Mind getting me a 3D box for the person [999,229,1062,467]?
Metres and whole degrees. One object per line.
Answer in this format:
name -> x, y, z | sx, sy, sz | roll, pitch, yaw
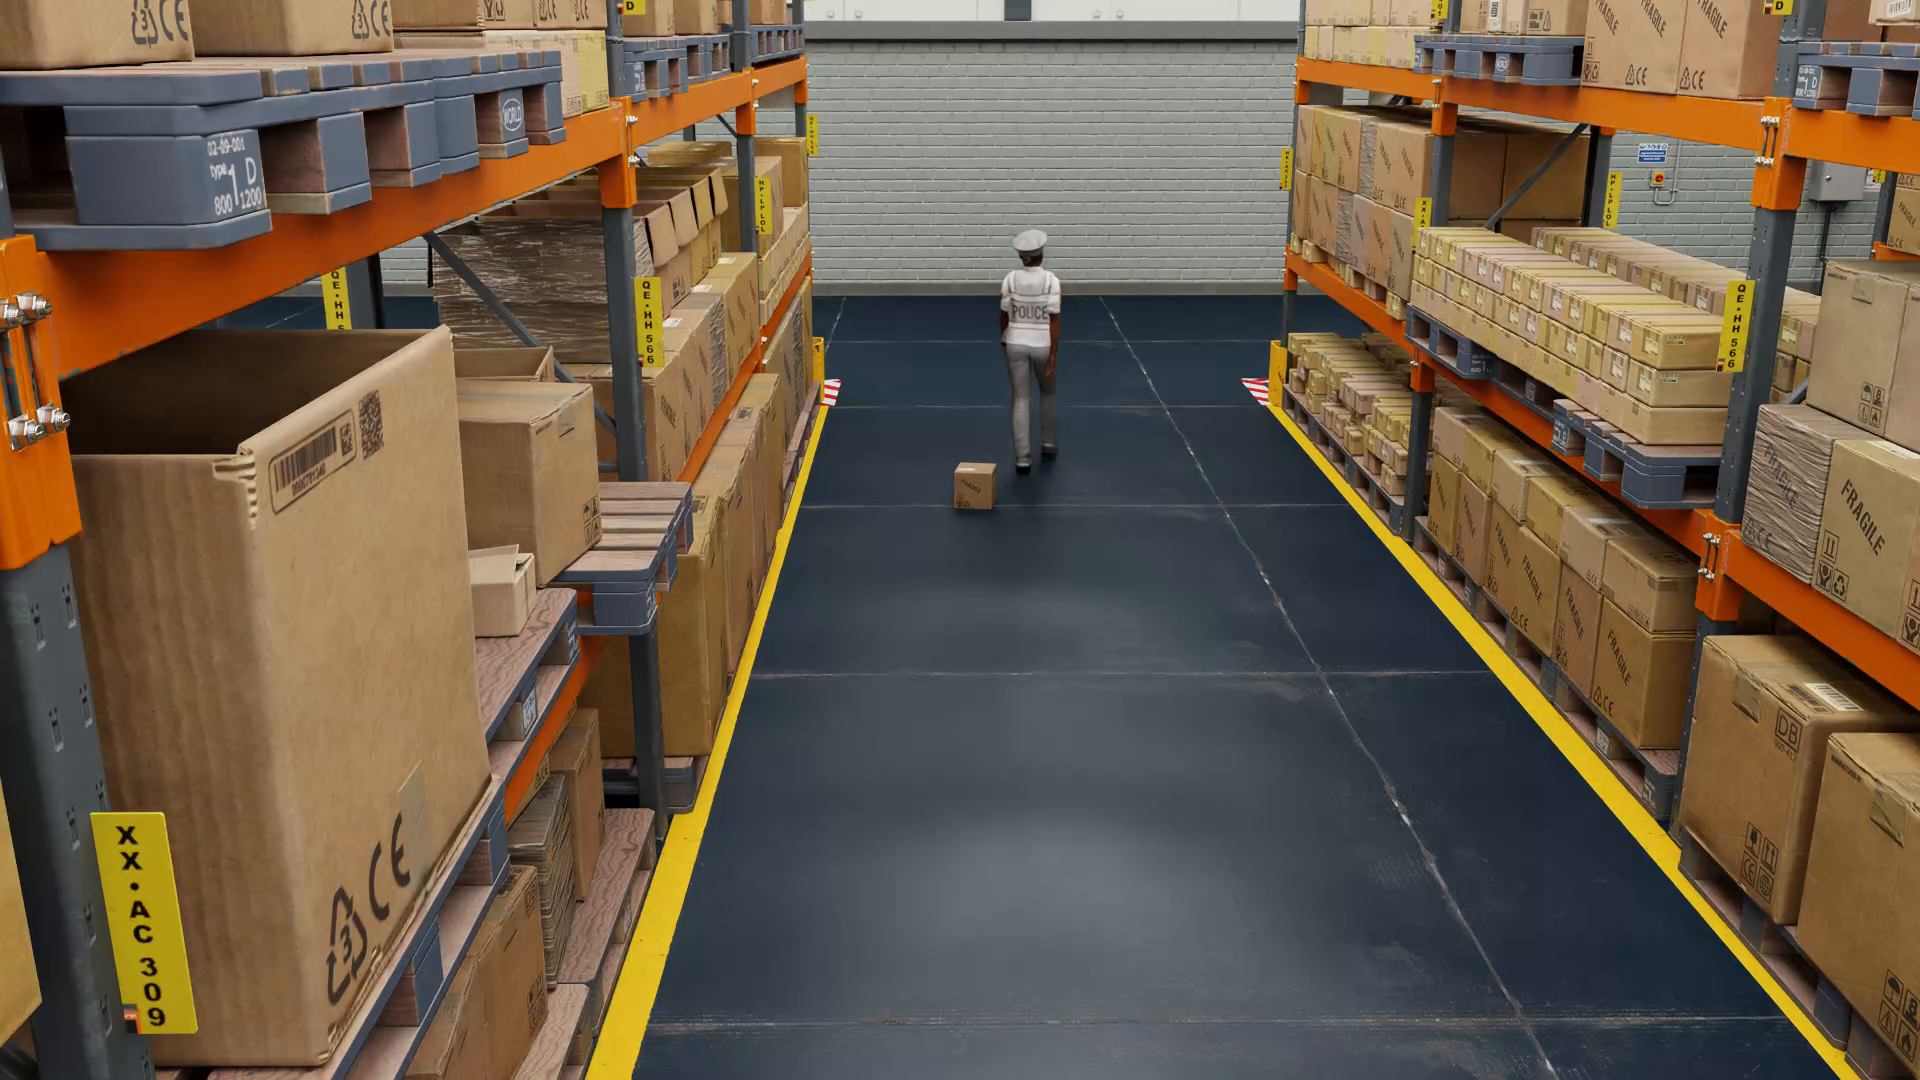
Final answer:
person -> 0.507, -1.390, 11.968 | 0.447, 1.693, 0.835 | 2, 17, 6
